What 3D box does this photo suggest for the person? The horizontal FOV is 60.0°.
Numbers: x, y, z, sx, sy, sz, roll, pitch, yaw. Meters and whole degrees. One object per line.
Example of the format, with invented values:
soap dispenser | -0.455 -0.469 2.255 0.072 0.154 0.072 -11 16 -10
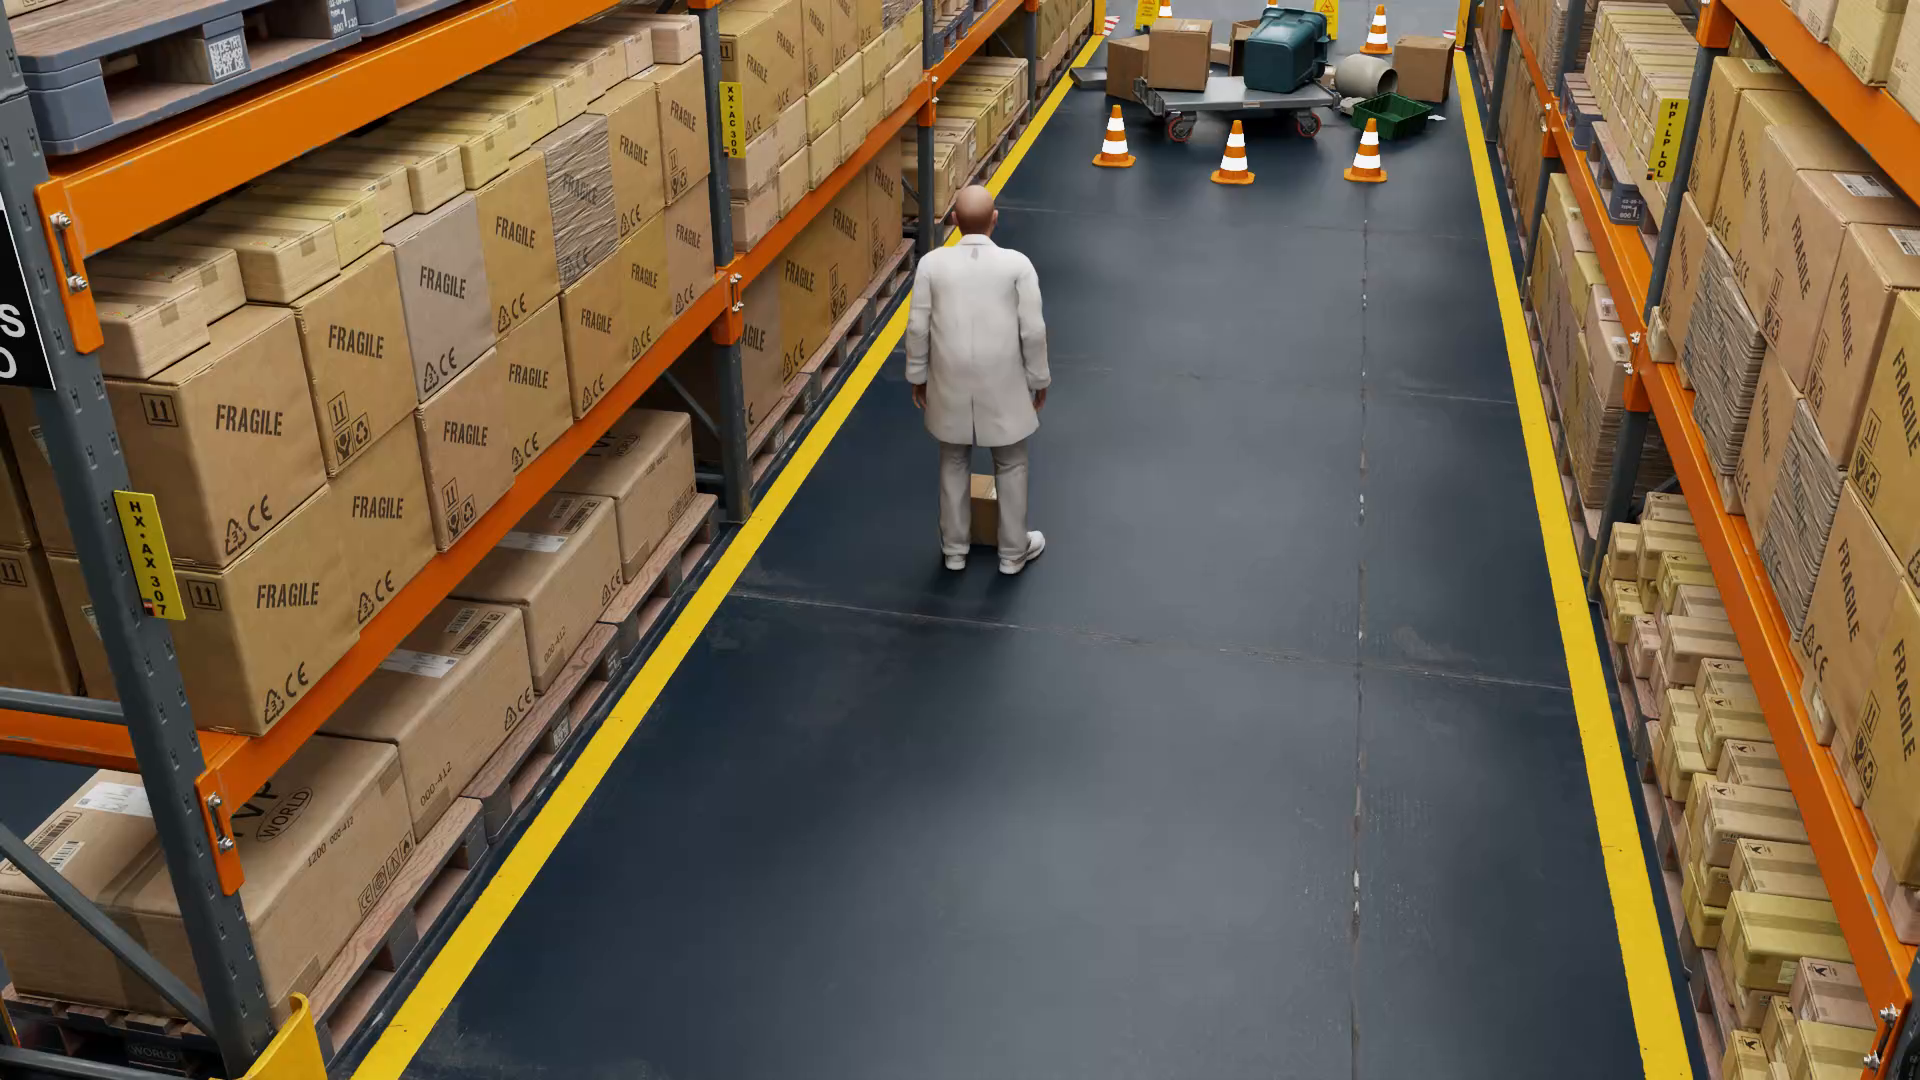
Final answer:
person | 0.077 -0.700 7.433 0.653 1.774 0.423 4 29 8
